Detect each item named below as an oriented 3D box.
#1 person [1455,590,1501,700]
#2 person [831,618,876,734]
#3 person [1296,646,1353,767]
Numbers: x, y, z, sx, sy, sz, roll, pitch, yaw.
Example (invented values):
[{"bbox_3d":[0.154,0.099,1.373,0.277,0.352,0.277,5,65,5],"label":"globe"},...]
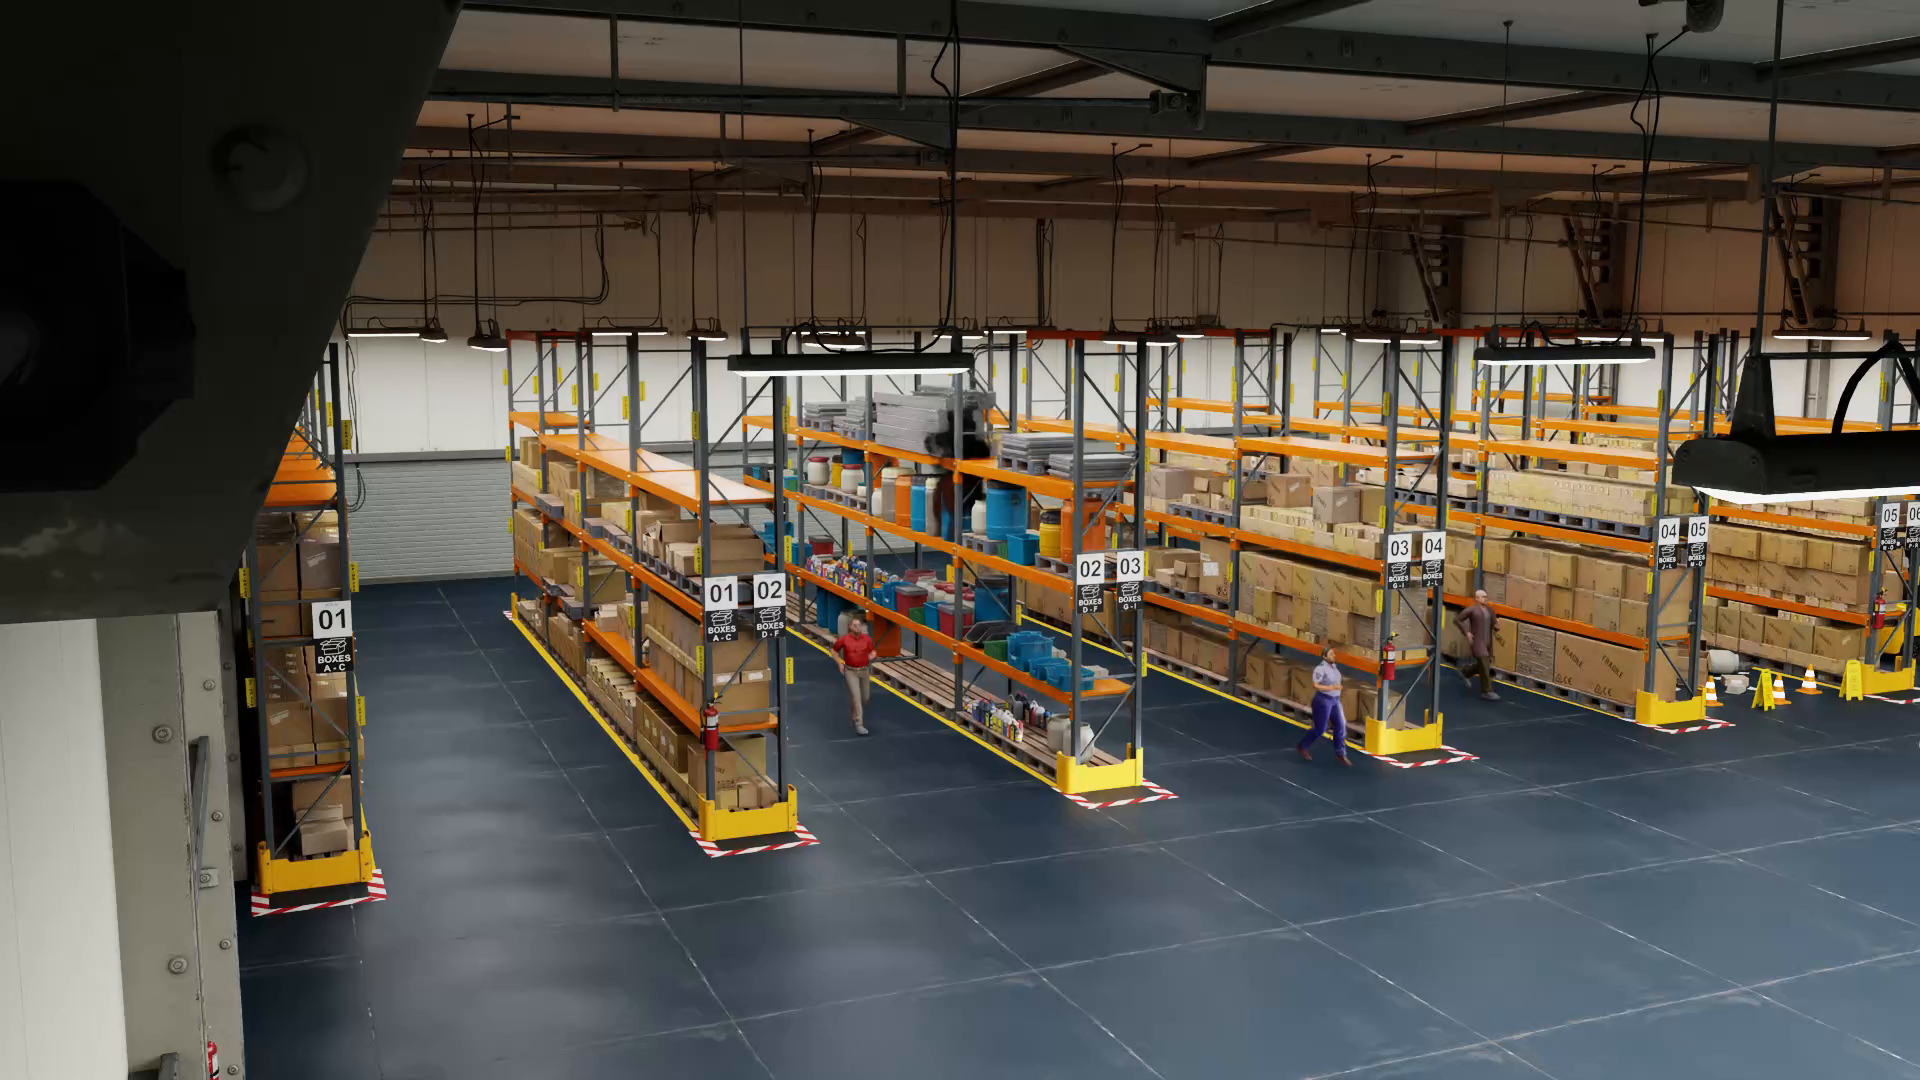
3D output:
[{"bbox_3d":[8.607,1.702,27.540,0.713,1.754,1.036,-4,9,-28],"label":"person"},{"bbox_3d":[-1.572,2.041,25.316,0.673,1.699,0.884,-4,9,-27],"label":"person"},{"bbox_3d":[5.151,2.338,23.448,0.784,1.699,0.609,8,11,44],"label":"person"}]
